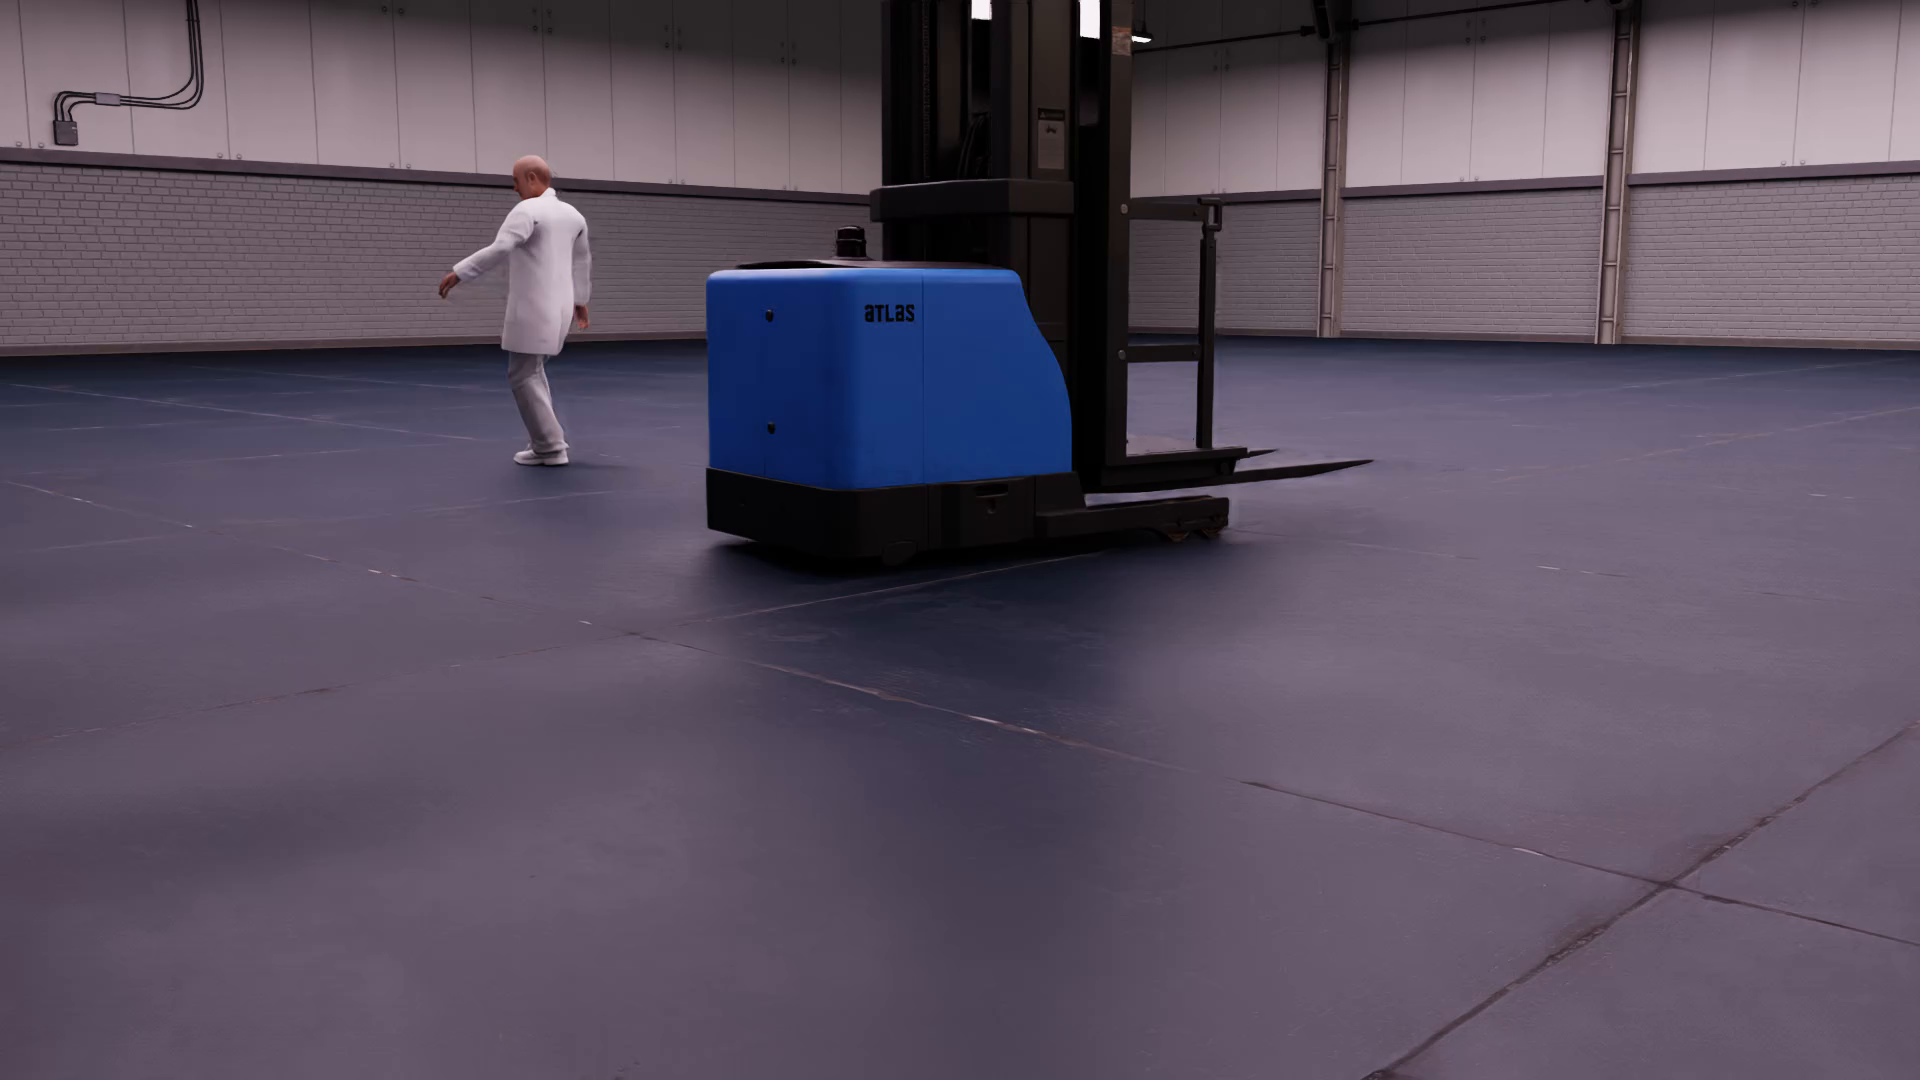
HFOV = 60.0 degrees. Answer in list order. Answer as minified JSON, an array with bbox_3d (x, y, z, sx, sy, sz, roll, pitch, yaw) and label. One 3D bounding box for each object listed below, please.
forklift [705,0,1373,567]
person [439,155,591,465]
[{"bbox_3d":[0.490,-1.504,6.860,3.031,2.935,1.130,-6,11,-36],"label":"forklift"},{"bbox_3d":[-2.477,-1.290,9.585,0.556,1.808,0.994,4,10,26],"label":"person"}]
